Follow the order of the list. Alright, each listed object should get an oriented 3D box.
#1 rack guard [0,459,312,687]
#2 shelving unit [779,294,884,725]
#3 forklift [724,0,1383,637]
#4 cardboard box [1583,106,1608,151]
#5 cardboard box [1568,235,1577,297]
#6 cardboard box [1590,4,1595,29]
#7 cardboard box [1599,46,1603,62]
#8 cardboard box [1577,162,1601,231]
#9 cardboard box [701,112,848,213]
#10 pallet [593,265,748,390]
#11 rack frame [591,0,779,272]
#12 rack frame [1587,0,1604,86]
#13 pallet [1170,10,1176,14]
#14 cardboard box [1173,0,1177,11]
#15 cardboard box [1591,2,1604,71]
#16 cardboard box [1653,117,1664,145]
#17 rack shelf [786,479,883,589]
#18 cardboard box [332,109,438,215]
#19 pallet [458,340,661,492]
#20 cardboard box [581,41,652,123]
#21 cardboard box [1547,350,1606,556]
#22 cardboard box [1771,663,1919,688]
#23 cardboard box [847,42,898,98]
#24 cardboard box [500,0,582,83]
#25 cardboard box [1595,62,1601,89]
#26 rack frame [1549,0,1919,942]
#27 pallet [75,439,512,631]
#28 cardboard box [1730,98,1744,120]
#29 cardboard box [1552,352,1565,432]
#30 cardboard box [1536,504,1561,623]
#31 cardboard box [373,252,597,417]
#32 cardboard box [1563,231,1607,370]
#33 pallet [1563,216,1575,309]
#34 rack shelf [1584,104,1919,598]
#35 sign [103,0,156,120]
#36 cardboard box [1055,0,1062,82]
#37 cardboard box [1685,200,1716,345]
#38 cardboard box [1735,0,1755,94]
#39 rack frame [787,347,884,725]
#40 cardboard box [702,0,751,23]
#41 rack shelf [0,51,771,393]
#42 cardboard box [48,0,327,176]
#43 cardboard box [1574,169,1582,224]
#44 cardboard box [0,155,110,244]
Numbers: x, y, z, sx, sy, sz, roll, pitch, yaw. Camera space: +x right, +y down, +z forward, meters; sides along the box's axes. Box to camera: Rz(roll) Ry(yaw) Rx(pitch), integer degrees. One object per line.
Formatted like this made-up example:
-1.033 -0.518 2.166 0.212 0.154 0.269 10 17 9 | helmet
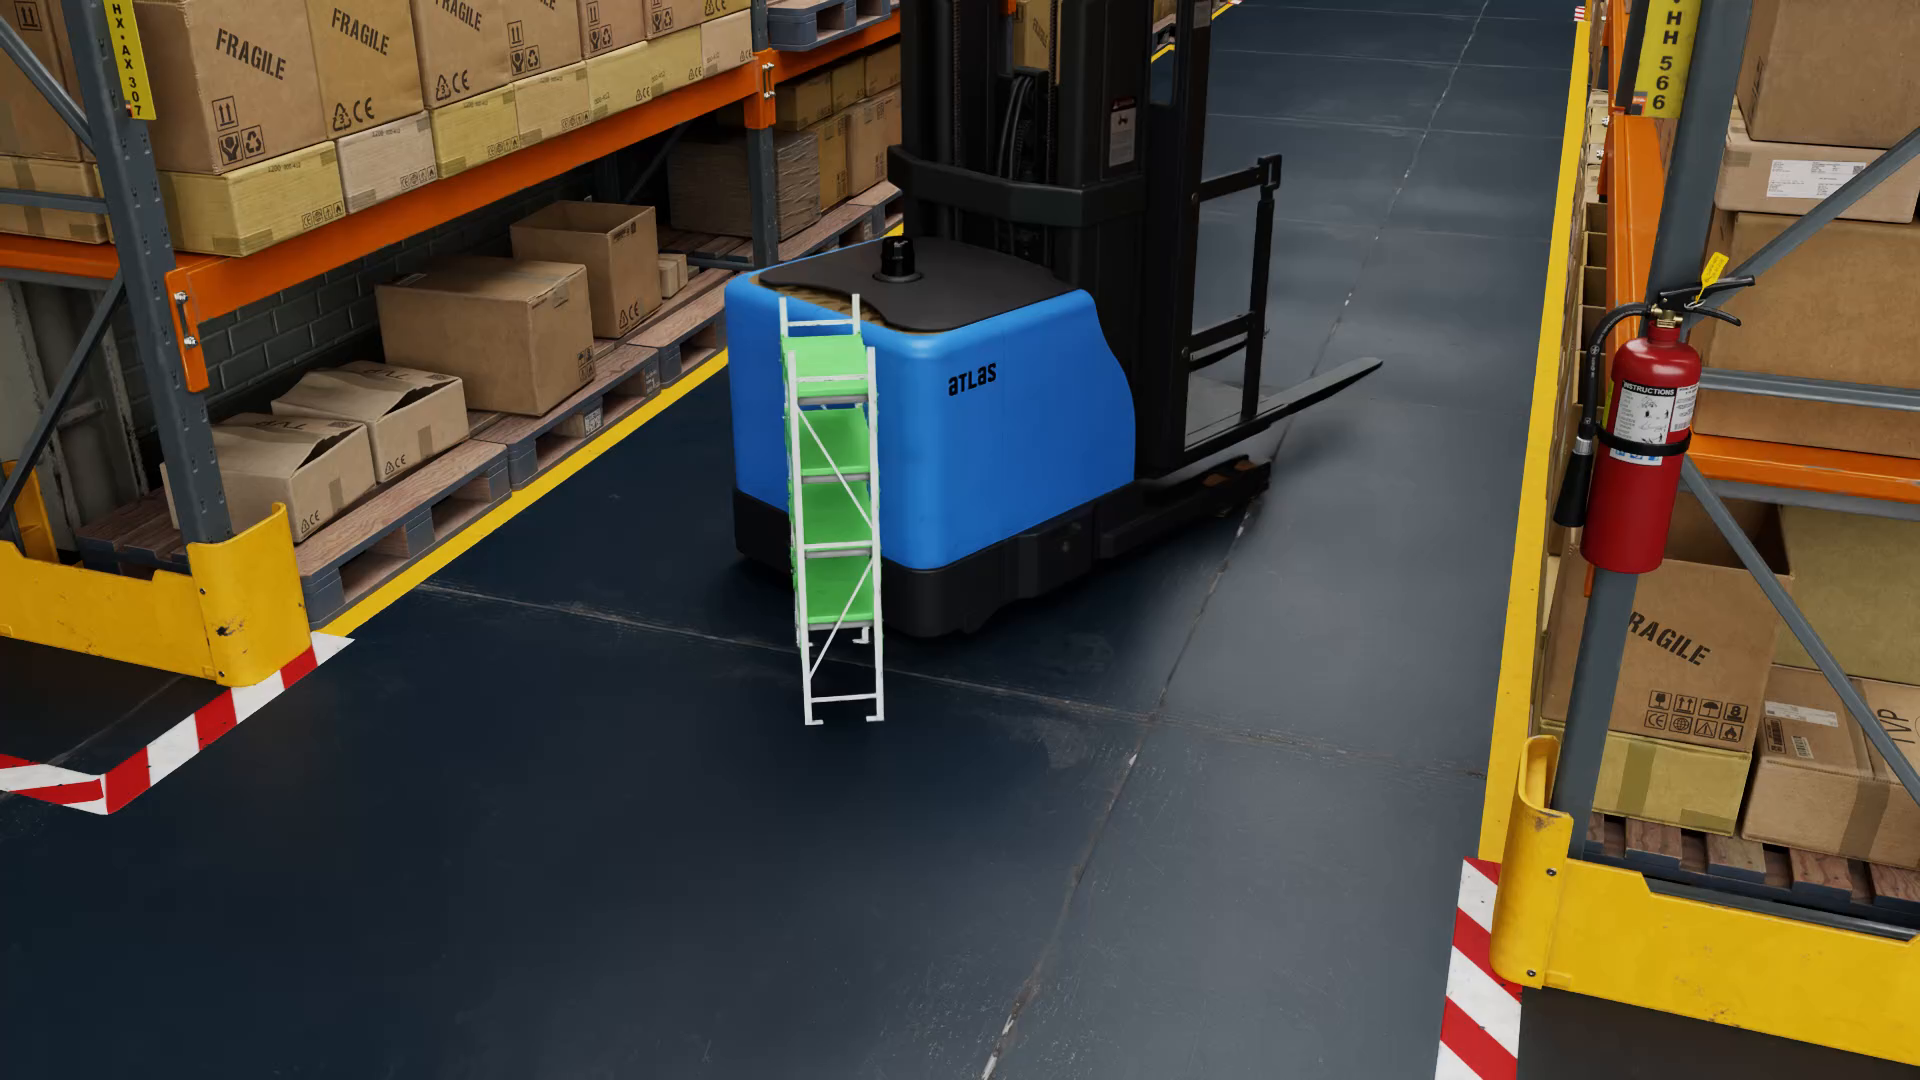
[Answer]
-2.745 0.096 5.478 1.175 0.500 0.348 9 27 17 | rack guard
-0.390 -0.089 5.058 0.258 1.200 0.503 -4 26 -7 | shelving unit
0.579 -1.547 6.082 1.130 2.935 3.031 23 34 39 | forklift
3.946 -2.383 9.759 0.500 0.311 0.500 8 27 16 | cardboard box
3.268 -1.296 8.159 0.500 0.250 0.500 8 27 17 | cardboard box
6.067 -4.784 15.269 0.500 0.311 0.500 9 27 17 | cardboard box
4.669 -3.421 11.377 0.500 0.250 0.500 10 28 19 | cardboard box
3.433 -1.756 8.465 0.500 0.311 0.500 9 27 17 | cardboard box
-1.086 -2.239 9.796 0.700 0.500 0.500 8 27 16 | cardboard box
-1.630 -1.105 8.291 1.003 0.211 1.213 9 27 17 | pallet
-1.440 -2.642 8.264 1.000 3.000 0.127 9 27 17 | rack frame
5.895 -5.212 13.573 1.000 3.000 0.127 9 27 17 | rack frame
1.954 -5.478 17.323 1.003 0.211 1.213 9 27 17 | pallet
1.911 -5.702 16.972 0.700 0.500 0.500 9 27 19 | cardboard box
5.504 -4.122 13.685 0.500 0.500 0.500 8 27 15 | cardboard box
3.091 -1.787 6.383 0.700 0.500 0.500 8 27 16 | cardboard box
-0.390 -0.032 5.086 0.258 0.148 0.480 -4 26 -7 | rack shelf
-2.150 -1.309 5.661 0.500 0.250 0.500 8 27 16 | cardboard box
-2.034 -0.602 7.252 1.003 0.211 1.213 9 27 17 | pallet
-1.638 -1.932 6.948 0.500 0.250 0.500 9 27 17 | cardboard box
2.119 -0.247 5.130 0.500 0.500 0.500 9 27 17 | cardboard box
2.453 0.373 4.710 0.500 0.250 0.500 9 27 17 | cardboard box
-0.714 -2.955 10.415 0.500 0.250 0.500 9 27 17 | cardboard box
-1.816 -2.056 6.344 0.500 0.500 0.500 10 27 19 | cardboard box
4.654 -3.060 11.491 0.500 0.500 0.500 10 28 19 | cardboard box
1.902 -0.281 3.388 1.000 3.000 0.127 9 27 17 | rack frame
-2.442 -0.103 6.220 1.003 0.211 1.213 9 27 17 | pallet
1.935 -0.910 3.829 0.380 0.149 0.250 9 27 19 | cardboard box
2.622 -0.525 6.565 0.500 0.250 0.500 9 27 17 | cardboard box
2.122 0.091 5.293 0.500 0.250 0.500 9 27 17 | cardboard box
-1.975 -0.871 6.970 0.700 0.500 0.500 7 27 14 | cardboard box
2.624 -0.862 6.401 0.500 0.500 0.500 9 27 17 | cardboard box
3.846 -1.481 9.067 1.003 0.211 1.213 9 27 17 | pallet
2.567 -0.779 5.243 1.077 0.370 4.000 9 27 17 | rack shelf
-2.259 -1.309 4.518 0.100 0.325 0.005 9 27 17 | sign
0.557 -4.149 13.362 0.750 0.750 0.750 9 27 17 | cardboard box
2.240 -0.733 4.206 0.700 0.500 0.500 9 27 19 | cardboard box
2.257 -1.339 3.969 0.700 0.500 0.500 8 27 16 | cardboard box
-0.355 0.016 4.841 0.240 1.200 0.015 -4 26 -7 | rack frame
-1.305 -2.682 7.635 0.500 0.500 0.500 9 27 17 | cardboard box
-2.105 -1.496 6.723 1.077 0.370 4.000 9 27 17 | rack shelf
-2.328 -1.429 5.049 0.500 0.500 0.500 9 27 18 | cardboard box
3.779 -1.926 9.460 0.500 0.250 0.500 8 27 16 | cardboard box
-2.798 -1.160 5.352 0.500 0.250 0.500 9 27 18 | cardboard box
